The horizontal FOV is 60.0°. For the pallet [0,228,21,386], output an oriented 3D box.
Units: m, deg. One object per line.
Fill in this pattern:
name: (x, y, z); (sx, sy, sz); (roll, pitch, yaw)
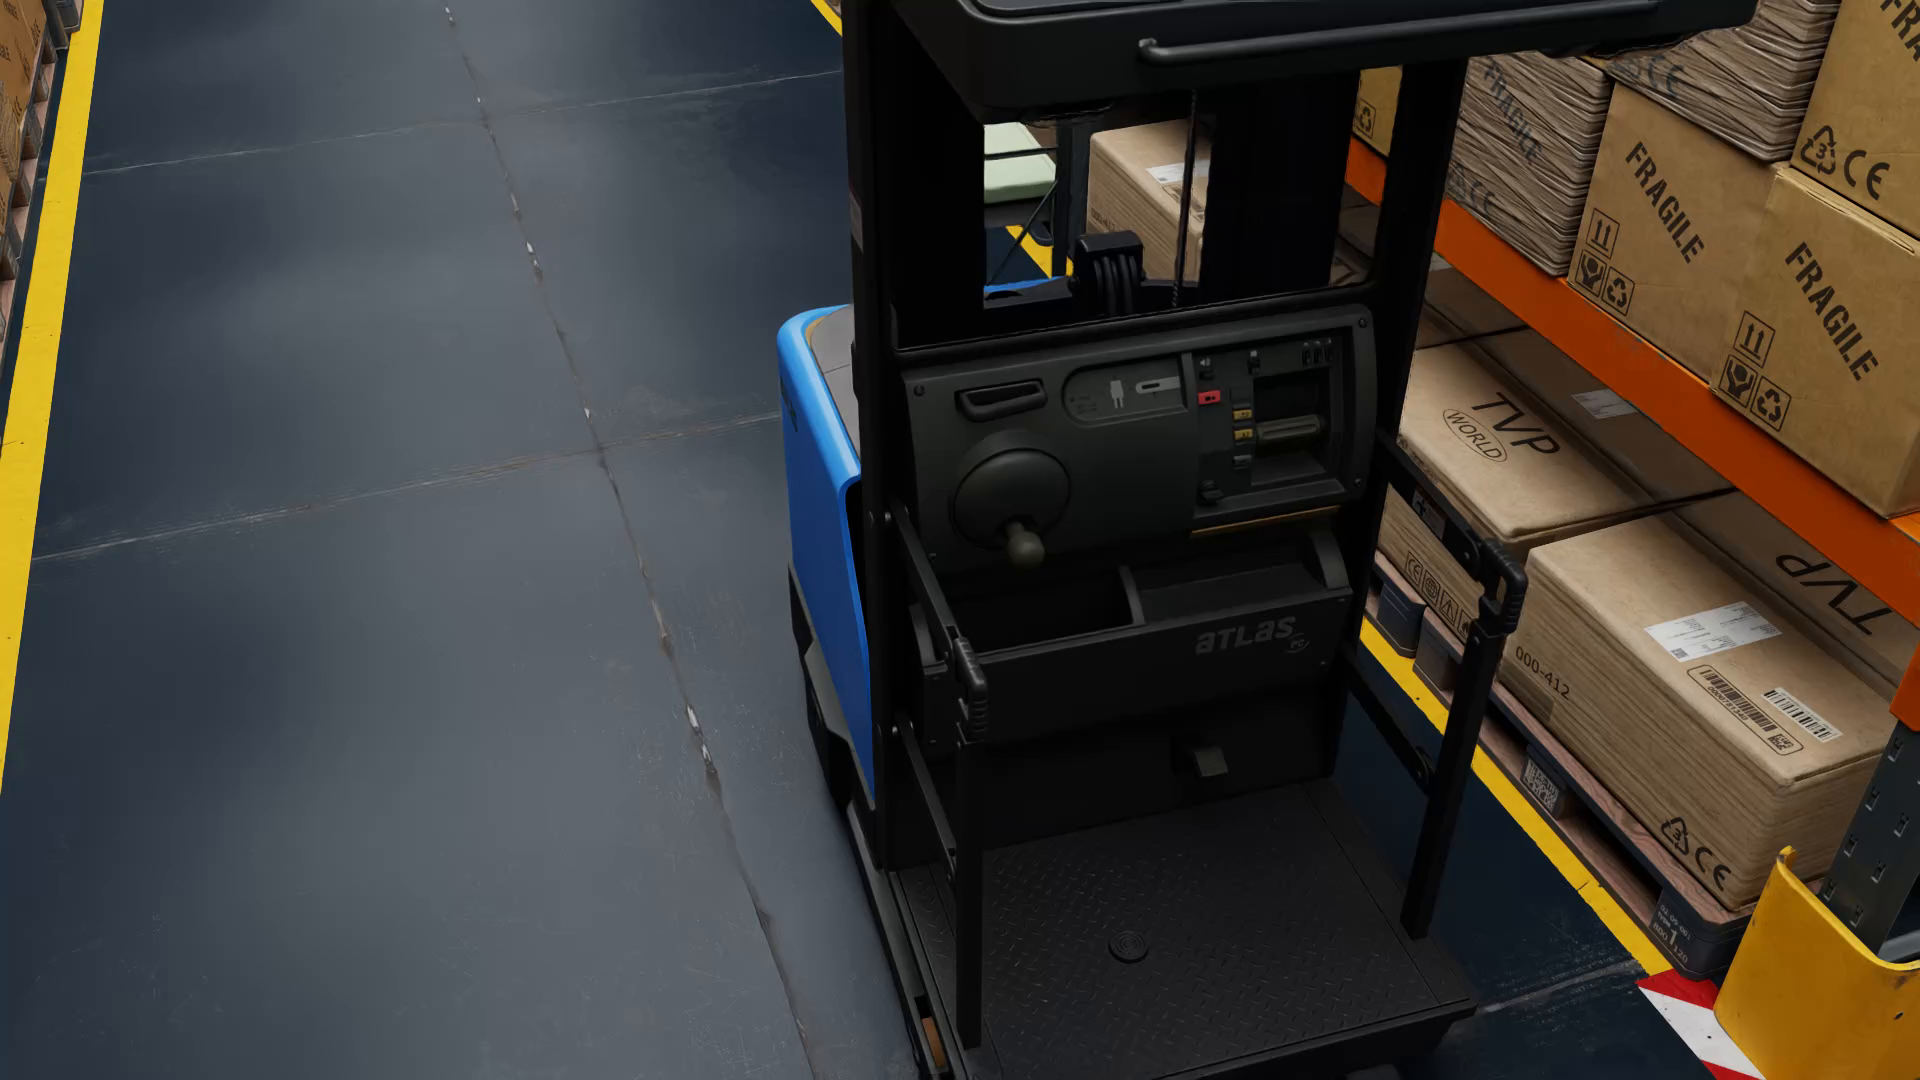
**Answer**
pallet: (-4.044, -0.736, 6.052); (1.003, 0.211, 1.213); (-12, 39, -16)

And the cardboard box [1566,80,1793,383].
cardboard box: (1.734, -0.713, 3.620); (0.500, 0.500, 0.500); (-13, 39, -17)

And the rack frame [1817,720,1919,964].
rack frame: (2.307, -0.168, 2.980); (1.000, 3.000, 0.127); (-12, 39, -16)

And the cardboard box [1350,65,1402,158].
cardboard box: (1.358, -1.290, 4.386); (0.500, 0.500, 0.500); (-11, 38, -15)

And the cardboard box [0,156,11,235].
cardboard box: (-4.044, -1.469, 6.435); (0.500, 0.500, 0.500); (-14, 39, -17)

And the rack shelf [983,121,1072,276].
rack shelf: (-0.011, -0.986, 4.664); (0.431, 0.370, 0.720); (-10, 38, -13)

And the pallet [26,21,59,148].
pallet: (-4.884, -2.114, 7.882); (1.003, 0.211, 1.213); (-12, 39, -16)

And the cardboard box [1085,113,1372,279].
cardboard box: (1.046, -1.195, 6.124); (0.875, 0.438, 0.875); (-13, 39, -17)

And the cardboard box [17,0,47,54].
cardboard box: (-4.758, -2.633, 7.981); (0.500, 0.500, 0.500); (-11, 38, -15)

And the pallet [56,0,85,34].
pallet: (-5.352, -3.017, 9.080); (1.003, 0.211, 1.213); (-12, 39, -16)

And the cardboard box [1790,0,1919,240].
cardboard box: (1.917, -0.831, 2.945); (0.500, 0.500, 0.500); (-11, 38, -14)

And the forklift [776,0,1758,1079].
forklift: (0.417, -0.122, 2.977); (1.130, 2.935, 3.031); (-10, 38, -13)

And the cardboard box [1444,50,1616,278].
cardboard box: (1.547, -1.001, 4.003); (0.500, 0.500, 0.500); (-11, 38, -15)

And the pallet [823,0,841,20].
pallet: (-0.246, -3.113, 9.207); (1.003, 0.211, 1.213); (-12, 39, -16)

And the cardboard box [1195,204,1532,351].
cardboard box: (1.354, -0.690, 5.453); (0.875, 0.438, 0.875); (-14, 39, -17)

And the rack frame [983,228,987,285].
rack frame: (-0.112, -0.886, 5.180); (0.400, 1.500, 0.023); (-10, 38, -13)

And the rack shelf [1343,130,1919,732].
rack shelf: (1.618, -1.011, 4.697); (1.077, 0.370, 4.000); (-12, 39, -16)

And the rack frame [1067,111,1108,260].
rack frame: (0.930, -2.428, 5.980); (1.000, 3.000, 0.127); (-12, 39, -16)

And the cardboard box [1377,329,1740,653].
cardboard box: (1.663, -0.180, 4.776); (0.875, 0.438, 0.875); (-11, 38, -15)

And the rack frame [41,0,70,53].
rack frame: (-5.105, -3.658, 7.613); (1.000, 3.000, 0.127); (-12, 39, -16)

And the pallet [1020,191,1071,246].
pallet: (0.594, -1.734, 7.377); (1.003, 0.211, 1.213); (-12, 39, -16)

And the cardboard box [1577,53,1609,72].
cardboard box: (1.543, -1.400, 3.701); (0.500, 0.500, 0.500); (-13, 39, -16)

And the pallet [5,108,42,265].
pallet: (-4.468, -1.426, 6.968); (1.003, 0.211, 1.213); (-12, 39, -16)

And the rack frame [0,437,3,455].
rack frame: (-3.729, -1.398, 4.613); (1.000, 3.000, 0.127); (-12, 39, -16)

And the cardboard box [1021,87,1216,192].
cardboard box: (0.642, -2.081, 6.936); (0.875, 0.875, 0.875); (-11, 38, -15)

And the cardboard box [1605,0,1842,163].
cardboard box: (1.710, -1.120, 3.329); (0.500, 0.500, 0.500); (-12, 39, -16)

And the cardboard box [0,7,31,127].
cardboard box: (-4.413, -2.053, 7.211); (0.500, 0.500, 0.500); (-11, 38, -14)

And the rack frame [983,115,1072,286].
rack frame: (0.089, -0.463, 4.617); (0.400, 1.500, 0.023); (-10, 38, -13)

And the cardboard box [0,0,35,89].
cardboard box: (-4.596, -2.348, 7.602); (0.500, 0.500, 0.500); (-13, 39, -17)

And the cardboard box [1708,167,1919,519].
cardboard box: (1.892, -0.426, 3.239); (0.500, 0.500, 0.500); (-12, 39, -16)

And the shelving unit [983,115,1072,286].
shelving unit: (-0.011, -0.674, 4.899); (0.431, 1.500, 0.755); (-10, 38, -13)

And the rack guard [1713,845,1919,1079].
rack guard: (2.315, 0.844, 3.714); (1.175, 0.500, 0.348); (-12, 39, -16)

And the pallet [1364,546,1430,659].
pallet: (1.542, -0.178, 5.311); (1.003, 0.211, 1.213); (-12, 39, -16)

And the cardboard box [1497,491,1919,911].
cardboard box: (1.986, 0.335, 4.092); (0.875, 0.438, 0.875); (-14, 39, -17)

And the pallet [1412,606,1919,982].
pallet: (1.958, 0.510, 4.397); (1.003, 0.211, 1.213); (-12, 39, -16)

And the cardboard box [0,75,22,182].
cardboard box: (-4.217, -1.763, 6.826); (0.500, 0.500, 0.500); (-14, 39, -18)
